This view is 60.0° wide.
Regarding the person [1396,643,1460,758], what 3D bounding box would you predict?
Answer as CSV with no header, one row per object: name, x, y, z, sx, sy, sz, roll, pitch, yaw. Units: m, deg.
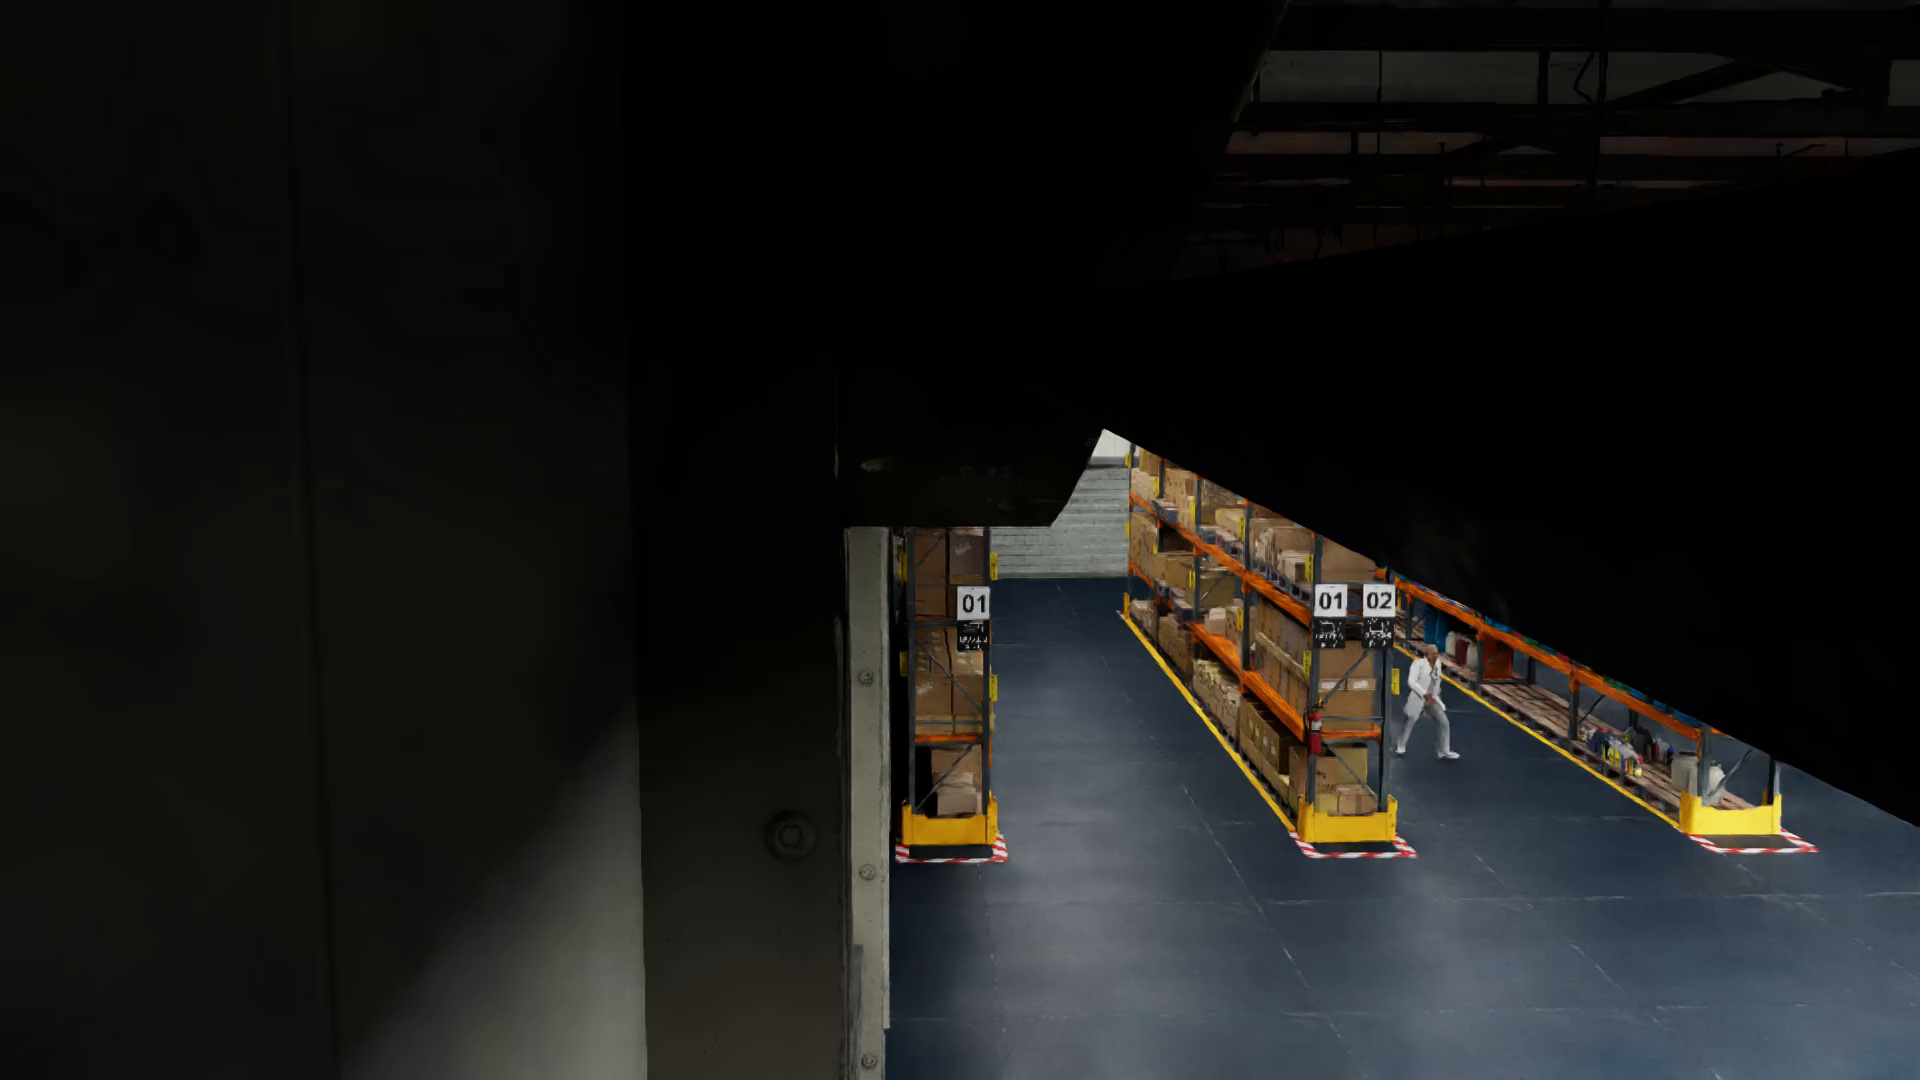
person,6.841,2.342,24.493,0.735,1.715,0.896,-2,8,-18
